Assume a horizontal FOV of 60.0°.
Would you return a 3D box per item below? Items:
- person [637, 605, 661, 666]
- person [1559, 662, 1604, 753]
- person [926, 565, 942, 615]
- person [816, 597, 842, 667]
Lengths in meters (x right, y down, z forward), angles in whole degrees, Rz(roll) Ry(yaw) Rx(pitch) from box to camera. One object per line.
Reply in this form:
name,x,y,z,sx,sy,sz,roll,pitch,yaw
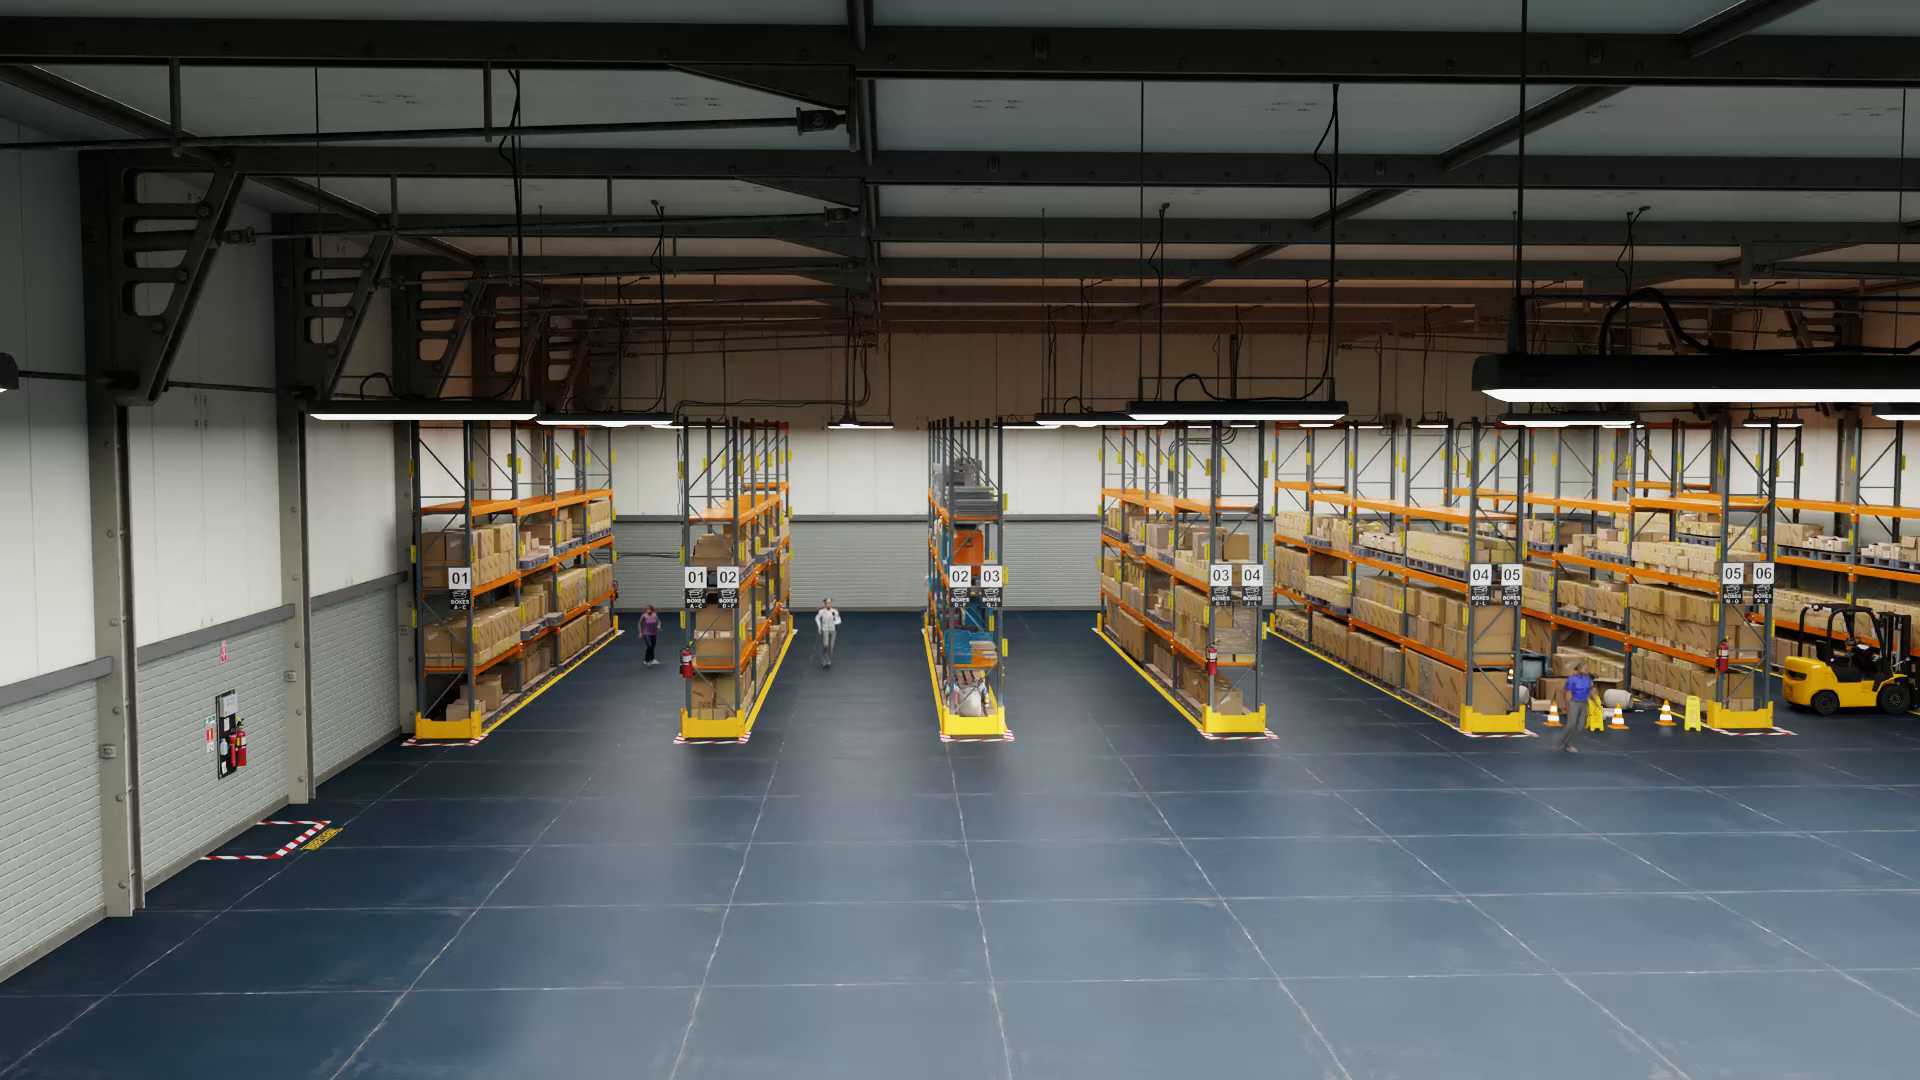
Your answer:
person,-7.555,2.345,40.669,0.562,1.541,0.796,-3,5,-38
person,11.016,2.988,29.540,0.687,1.643,0.705,-2,4,-26
person,-0.612,1.566,49.778,0.860,1.802,0.637,1,4,19
person,-3.185,2.239,40.495,0.603,1.714,0.676,-1,4,-8
